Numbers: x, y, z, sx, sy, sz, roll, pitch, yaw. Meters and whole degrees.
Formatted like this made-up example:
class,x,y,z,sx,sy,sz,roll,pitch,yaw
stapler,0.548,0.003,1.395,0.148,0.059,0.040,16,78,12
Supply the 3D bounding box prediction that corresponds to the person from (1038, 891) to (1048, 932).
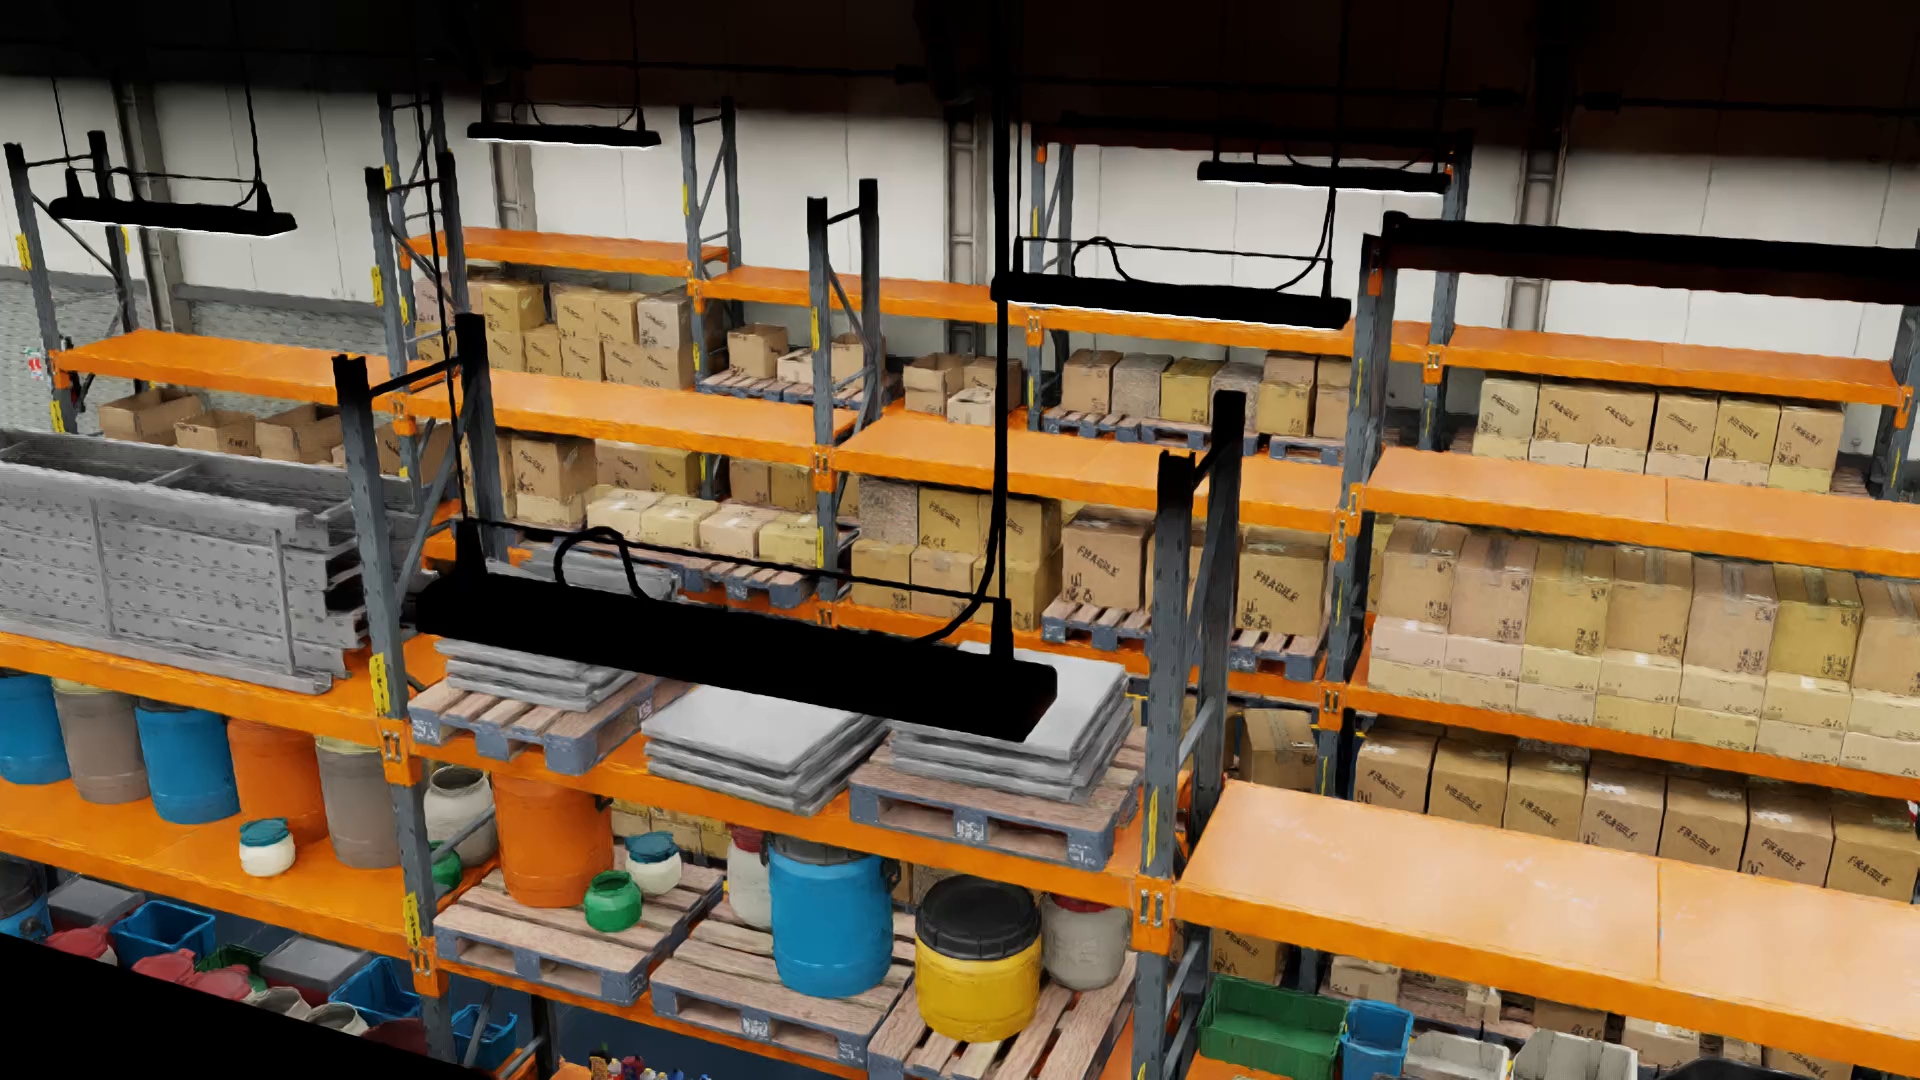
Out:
class,x,y,z,sx,sy,sz,roll,pitch,yaw
person,0.708,3.006,12.137,1.106,1.644,0.546,7,22,18
